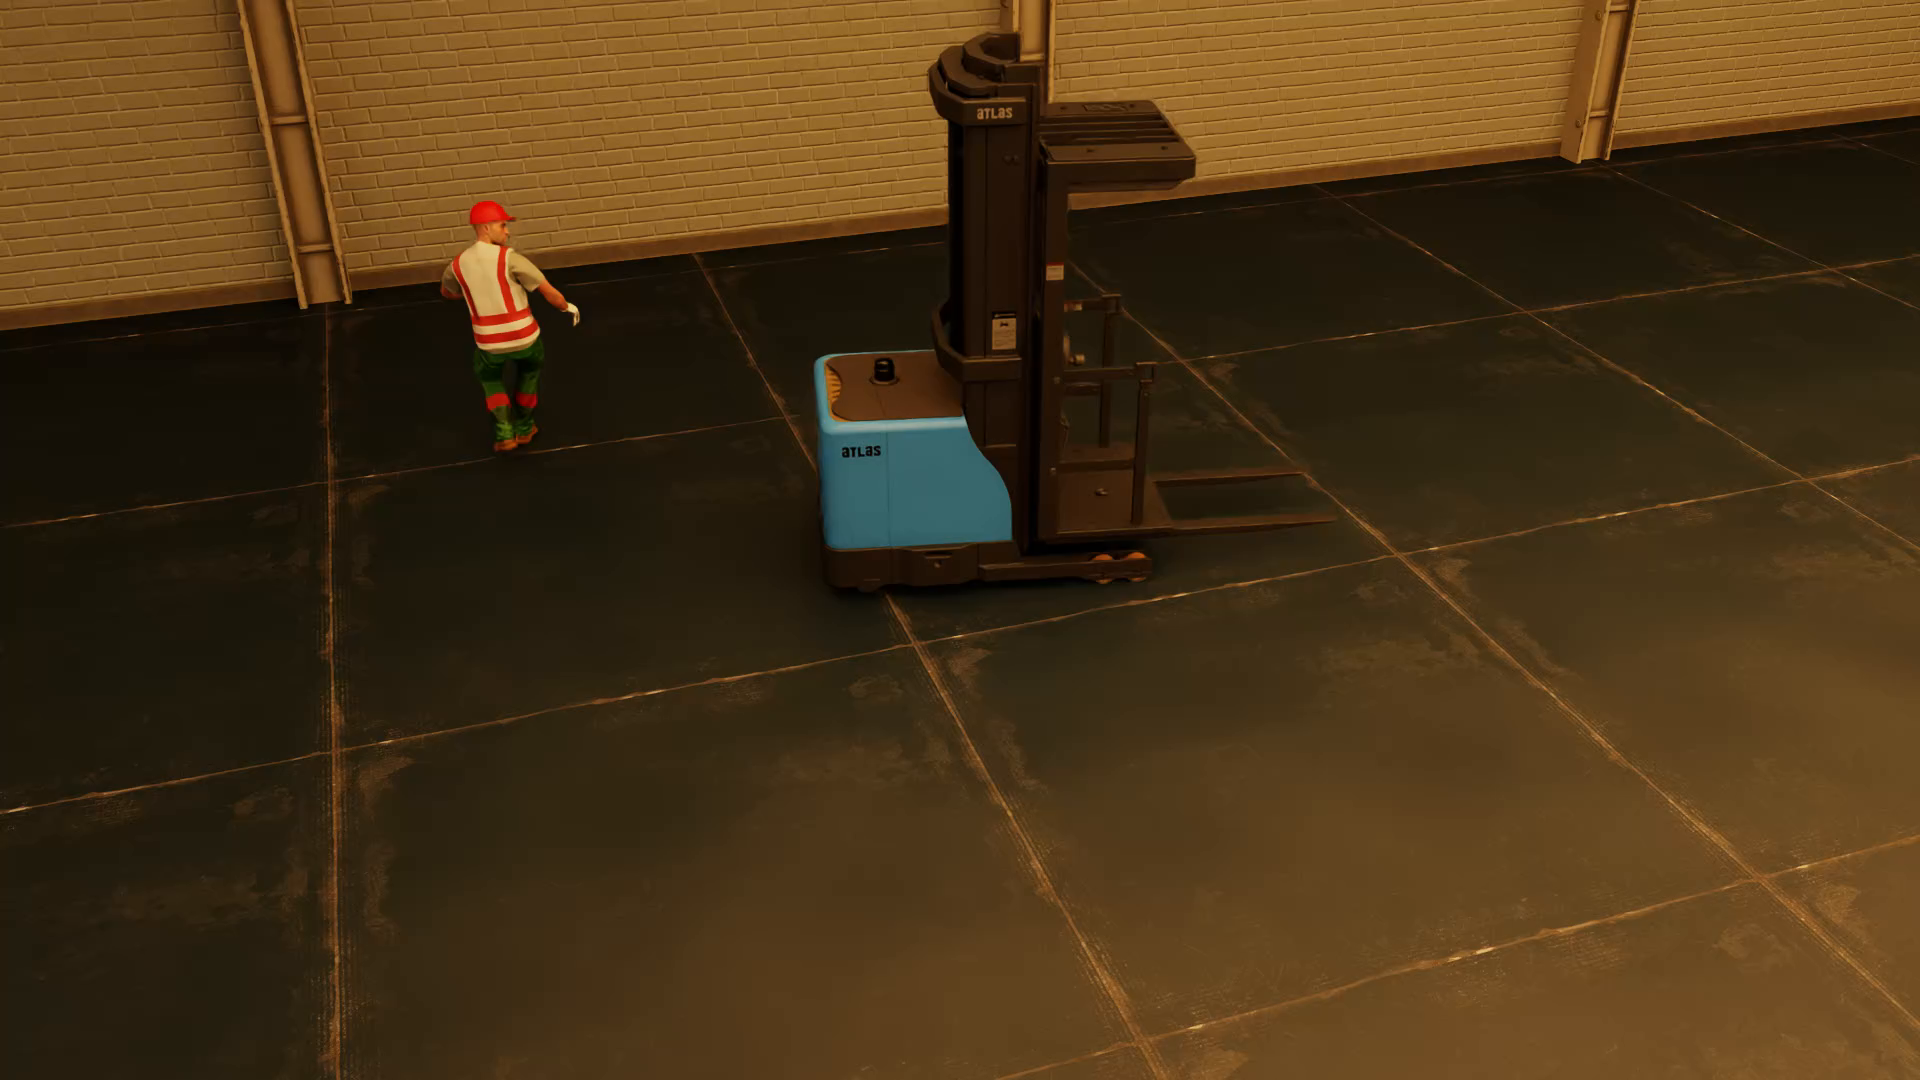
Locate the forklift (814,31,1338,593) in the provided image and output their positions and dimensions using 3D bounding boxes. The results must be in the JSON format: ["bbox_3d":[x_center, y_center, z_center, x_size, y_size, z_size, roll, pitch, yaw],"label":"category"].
[{"bbox_3d":[0.684,-1.279,9.309,3.031,2.935,1.130,-3,30,-6],"label":"forklift"}]

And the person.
[{"bbox_3d":[-2.898,-1.399,10.782,0.859,1.663,0.784,-2,30,-4],"label":"person"}]
